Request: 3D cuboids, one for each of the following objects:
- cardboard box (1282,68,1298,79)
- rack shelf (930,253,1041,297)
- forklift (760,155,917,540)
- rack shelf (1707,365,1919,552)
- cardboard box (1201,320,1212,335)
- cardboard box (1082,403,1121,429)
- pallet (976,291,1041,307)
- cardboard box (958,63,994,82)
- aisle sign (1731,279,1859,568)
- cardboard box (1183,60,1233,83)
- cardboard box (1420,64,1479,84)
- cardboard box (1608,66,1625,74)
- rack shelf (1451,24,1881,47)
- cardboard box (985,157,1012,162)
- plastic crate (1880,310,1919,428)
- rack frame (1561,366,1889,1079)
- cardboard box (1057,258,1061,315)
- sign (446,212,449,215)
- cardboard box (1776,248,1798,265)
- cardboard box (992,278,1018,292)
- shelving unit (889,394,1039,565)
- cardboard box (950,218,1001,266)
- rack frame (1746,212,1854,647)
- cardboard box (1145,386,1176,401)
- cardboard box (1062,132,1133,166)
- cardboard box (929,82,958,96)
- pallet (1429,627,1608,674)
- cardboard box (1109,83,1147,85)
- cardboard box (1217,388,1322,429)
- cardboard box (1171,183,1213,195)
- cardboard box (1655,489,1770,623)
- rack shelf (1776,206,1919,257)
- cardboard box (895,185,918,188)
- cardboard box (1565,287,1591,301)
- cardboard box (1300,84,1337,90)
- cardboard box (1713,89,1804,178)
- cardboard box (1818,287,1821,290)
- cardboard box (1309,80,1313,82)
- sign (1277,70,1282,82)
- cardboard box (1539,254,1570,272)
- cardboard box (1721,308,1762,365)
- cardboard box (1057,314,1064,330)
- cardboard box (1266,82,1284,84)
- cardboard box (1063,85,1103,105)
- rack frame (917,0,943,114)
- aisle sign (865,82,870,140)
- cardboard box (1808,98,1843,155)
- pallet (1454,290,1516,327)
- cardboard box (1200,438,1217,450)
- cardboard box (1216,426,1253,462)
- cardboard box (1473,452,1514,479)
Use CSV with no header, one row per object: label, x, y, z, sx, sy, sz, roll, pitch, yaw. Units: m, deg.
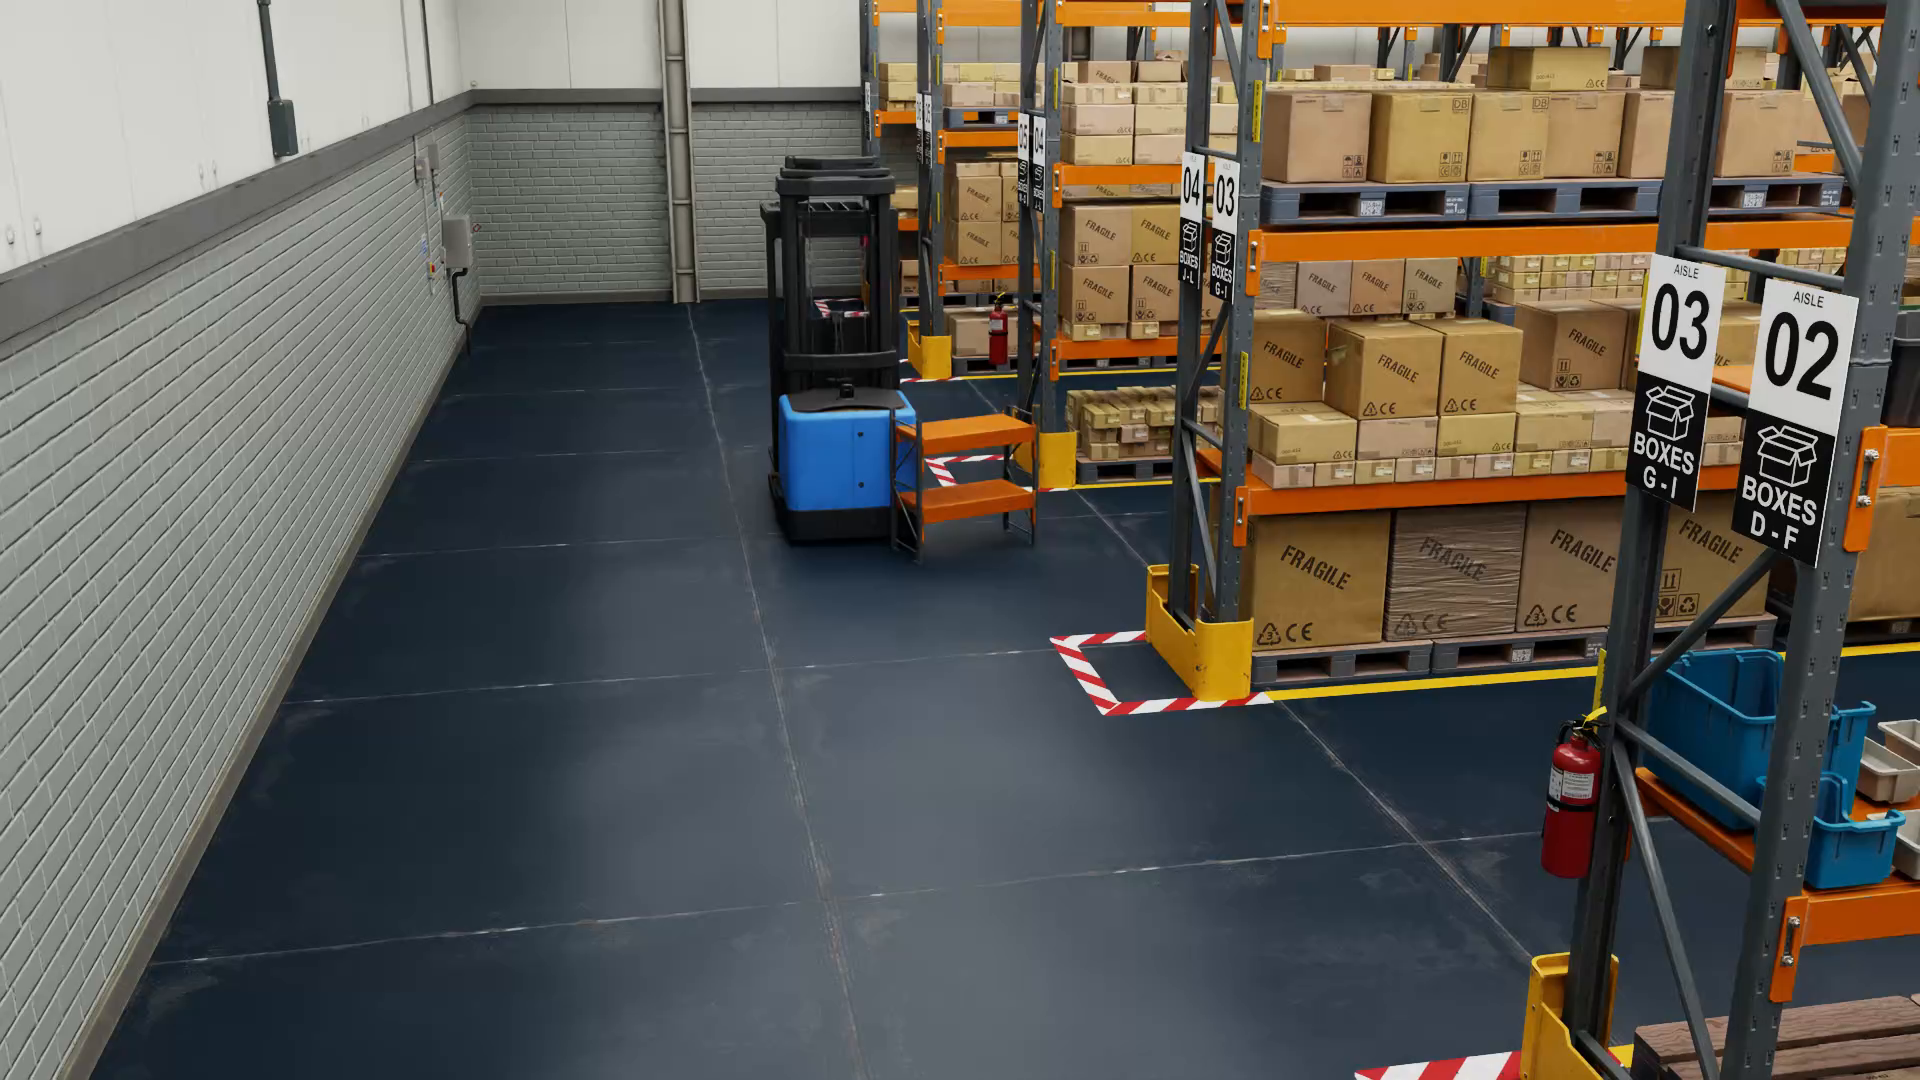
cardboard box,4.916,-7.026,25.038,0.250,0.149,0.380,-3,17,-11
rack shelf,1.616,-3.251,20.011,4.000,0.370,1.077,-3,17,-10
forklift,-1.093,-1.789,14.144,1.130,2.935,3.031,-3,17,-10
rack shelf,4.436,-0.400,5.621,4.000,0.370,1.077,-3,17,-10
cardboard box,2.087,-1.953,14.989,0.250,0.149,0.380,-3,17,-11
cardboard box,1.270,-1.115,14.961,0.250,0.149,0.380,-4,18,-13
pallet,0.760,-3.696,24.988,1.213,0.211,1.003,-3,17,-10
cardboard box,0.184,-6.664,23.689,0.500,0.250,0.500,-4,17,-11
aisle sign,2.458,-0.351,4.920,0.004,0.787,0.394,-3,17,-10
cardboard box,2.963,-5.464,19.827,0.500,0.500,0.500,-3,17,-10
cardboard box,5.832,-5.429,19.885,0.500,0.500,0.500,-3,17,-10
cardboard box,9.825,-7.111,25.514,0.500,0.311,0.500,-4,17,-12
rack shelf,6.582,-4.729,15.287,4.000,0.370,1.077,-3,17,-10
cardboard box,0.449,-4.456,19.734,0.250,0.149,0.380,-3,17,-11
plastic crate,2.903,-0.511,4.980,0.590,0.269,0.497,-3,17,-10
rack frame,2.472,0.802,5.593,0.127,3.000,1.000,-3,17,-10
cardboard box,1.083,-2.351,15.180,0.500,0.500,0.500,-3,17,-9
sign,-6.431,-3.861,20.936,0.001,0.494,0.329,-3,17,-10
cardboard box,7.647,-2.685,15.644,0.250,0.149,0.380,-3,17,-9
cardboard box,0.711,-3.963,24.649,0.500,0.500,0.500,-3,17,-9
shelving unit,0.034,-0.485,12.973,1.048,1.125,0.538,-9,19,-27
cardboard box,0.179,-3.475,19.346,0.500,0.500,0.500,-3,17,-11
rack frame,5.460,-0.849,10.967,0.127,3.000,1.000,-3,17,-10
cardboard box,1.917,-1.331,15.664,0.250,0.149,0.380,-4,18,-13
cardboard box,1.180,-3.375,14.338,0.500,0.250,0.500,-3,17,-8
cardboard box,-0.310,-6.398,23.674,0.500,0.250,0.500,-3,17,-9
pallet,3.498,0.573,11.088,1.213,0.211,1.003,-3,17,-10
cardboard box,1.474,-3.957,14.701,0.250,0.149,0.380,-4,17,-12
cardboard box,1.958,-0.800,10.557,0.500,0.250,0.500,-4,17,-11
cardboard box,2.670,-4.100,19.678,0.500,0.500,0.500,-3,17,-11
cardboard box,4.797,-0.020,11.173,0.875,0.875,0.875,-3,17,-10
rack shelf,7.424,-2.050,10.995,4.000,0.370,1.077,-3,17,-10
cardboard box,-0.891,-5.086,24.512,0.500,0.250,0.500,-3,17,-9
cardboard box,5.610,-2.284,15.353,0.250,0.149,0.380,-3,17,-10
cardboard box,3.098,-3.901,14.518,0.250,0.149,0.380,-3,17,-11
cardboard box,4.703,-2.518,10.237,0.500,0.500,0.700,-4,18,-14
cardboard box,8.149,-2.428,15.820,0.250,0.149,0.380,-3,17,-10
cardboard box,5.249,-6.781,24.748,0.250,0.149,0.380,-3,17,-10
sign,3.687,-5.265,19.220,0.005,0.325,0.100,-3,17,-10
cardboard box,5.365,-2.556,15.225,0.250,0.149,0.380,-3,17,-9
cardboard box,5.060,-1.175,10.501,0.500,0.500,0.500,-3,17,-9
cardboard box,0.958,-2.041,15.277,0.250,0.149,0.380,-3,17,-10
cardboard box,2.733,-4.052,15.012,0.250,0.149,0.380,-4,17,-12
cardboard box,1.052,-3.806,14.210,0.250,0.149,0.380,-3,17,-11
rack frame,-0.347,-6.351,18.662,0.127,3.000,1.000,-3,17,-10
aisle sign,-1.304,-6.068,23.531,0.004,0.787,0.394,-3,17,-10
cardboard box,8.033,-3.884,15.569,0.500,0.500,0.500,-3,17,-10
pallet,5.396,-2.193,15.671,1.213,0.211,1.003,-3,17,-10
cardboard box,2.254,-0.915,15.322,0.250,0.149,0.380,-3,17,-10
cardboard box,1.820,-0.621,10.652,0.250,0.149,0.380,-3,17,-9
cardboard box,3.206,-0.503,10.269,0.250,0.149,0.380,-3,17,-11
